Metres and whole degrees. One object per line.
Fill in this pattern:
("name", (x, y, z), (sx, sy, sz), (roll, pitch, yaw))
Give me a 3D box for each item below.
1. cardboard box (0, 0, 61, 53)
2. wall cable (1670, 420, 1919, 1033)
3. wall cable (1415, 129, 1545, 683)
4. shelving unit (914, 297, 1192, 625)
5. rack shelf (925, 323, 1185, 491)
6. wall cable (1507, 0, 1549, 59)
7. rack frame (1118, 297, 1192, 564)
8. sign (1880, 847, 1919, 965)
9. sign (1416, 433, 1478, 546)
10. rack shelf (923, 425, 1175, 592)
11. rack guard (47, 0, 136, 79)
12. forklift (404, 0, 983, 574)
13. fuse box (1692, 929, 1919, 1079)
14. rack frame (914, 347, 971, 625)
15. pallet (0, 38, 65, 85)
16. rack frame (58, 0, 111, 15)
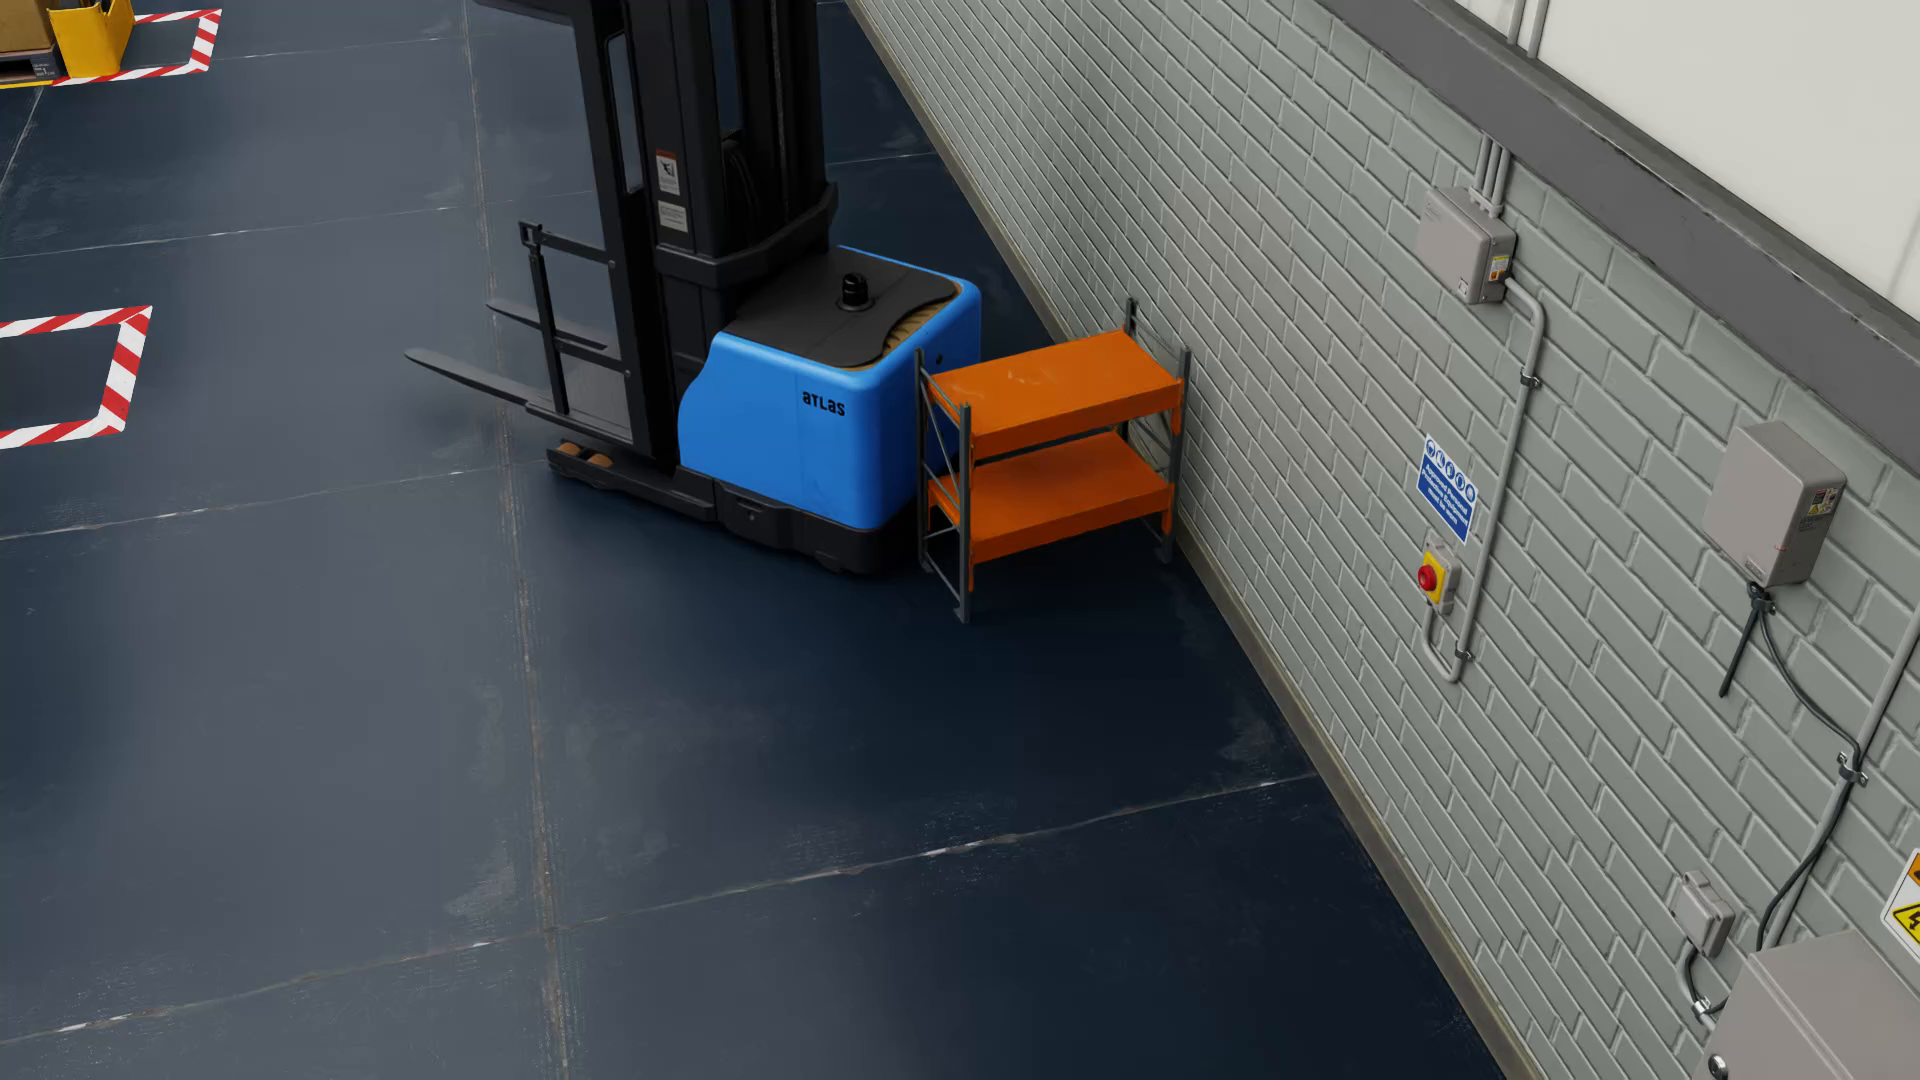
("cardboard box", (-7.124, -4.097, 12.041), (0.875, 0.875, 0.875), (-9, 38, -12))
("wall cable", (1.875, 0.410, 3.909), (0.122, 1.984, 0.588), (-9, 38, -12))
("wall cable", (1.494, -0.433, 4.985), (0.123, 1.953, 0.585), (-9, 38, -12))
("shelving unit", (0.387, -0.348, 7.280), (1.048, 1.125, 0.538), (-16, 40, -20))
("rack shelf", (0.387, -0.581, 7.102), (1.000, 0.278, 0.538), (-16, 40, -20))
("wall cable", (1.475, -2.559, 3.689), (0.029, 3.000, 0.463), (-9, 38, -12))
("rack frame", (0.848, -0.478, 7.450), (0.032, 1.125, 0.500), (-16, 40, -20))
("sign", (2.087, 0.845, 3.497), (0.001, 0.242, 0.339), (-9, 38, -12))
("sign", (1.541, -0.162, 5.271), (0.001, 0.218, 0.327), (-9, 38, -12))
("rack shelf", (0.387, -0.154, 7.428), (1.000, 0.278, 0.538), (-16, 40, -20))
("rack guard", (-6.504, -3.934, 12.481), (0.348, 0.500, 1.175), (-9, 38, -12))
("forklift", (-1.422, -1.669, 7.519), (3.031, 2.935, 1.130), (20, 42, 24))
("fuse box", (1.901, 1.750, 4.054), (0.414, 1.711, 0.539), (-9, 38, -12))
("rack frame", (-0.074, -0.218, 7.110), (0.032, 1.125, 0.500), (-16, 40, -20))
("pallet", (-7.278, -3.643, 12.338), (1.213, 0.211, 1.003), (-9, 38, -12))
("rack frame", (-6.527, -4.923, 11.717), (0.127, 3.000, 1.000), (-9, 38, -12))
